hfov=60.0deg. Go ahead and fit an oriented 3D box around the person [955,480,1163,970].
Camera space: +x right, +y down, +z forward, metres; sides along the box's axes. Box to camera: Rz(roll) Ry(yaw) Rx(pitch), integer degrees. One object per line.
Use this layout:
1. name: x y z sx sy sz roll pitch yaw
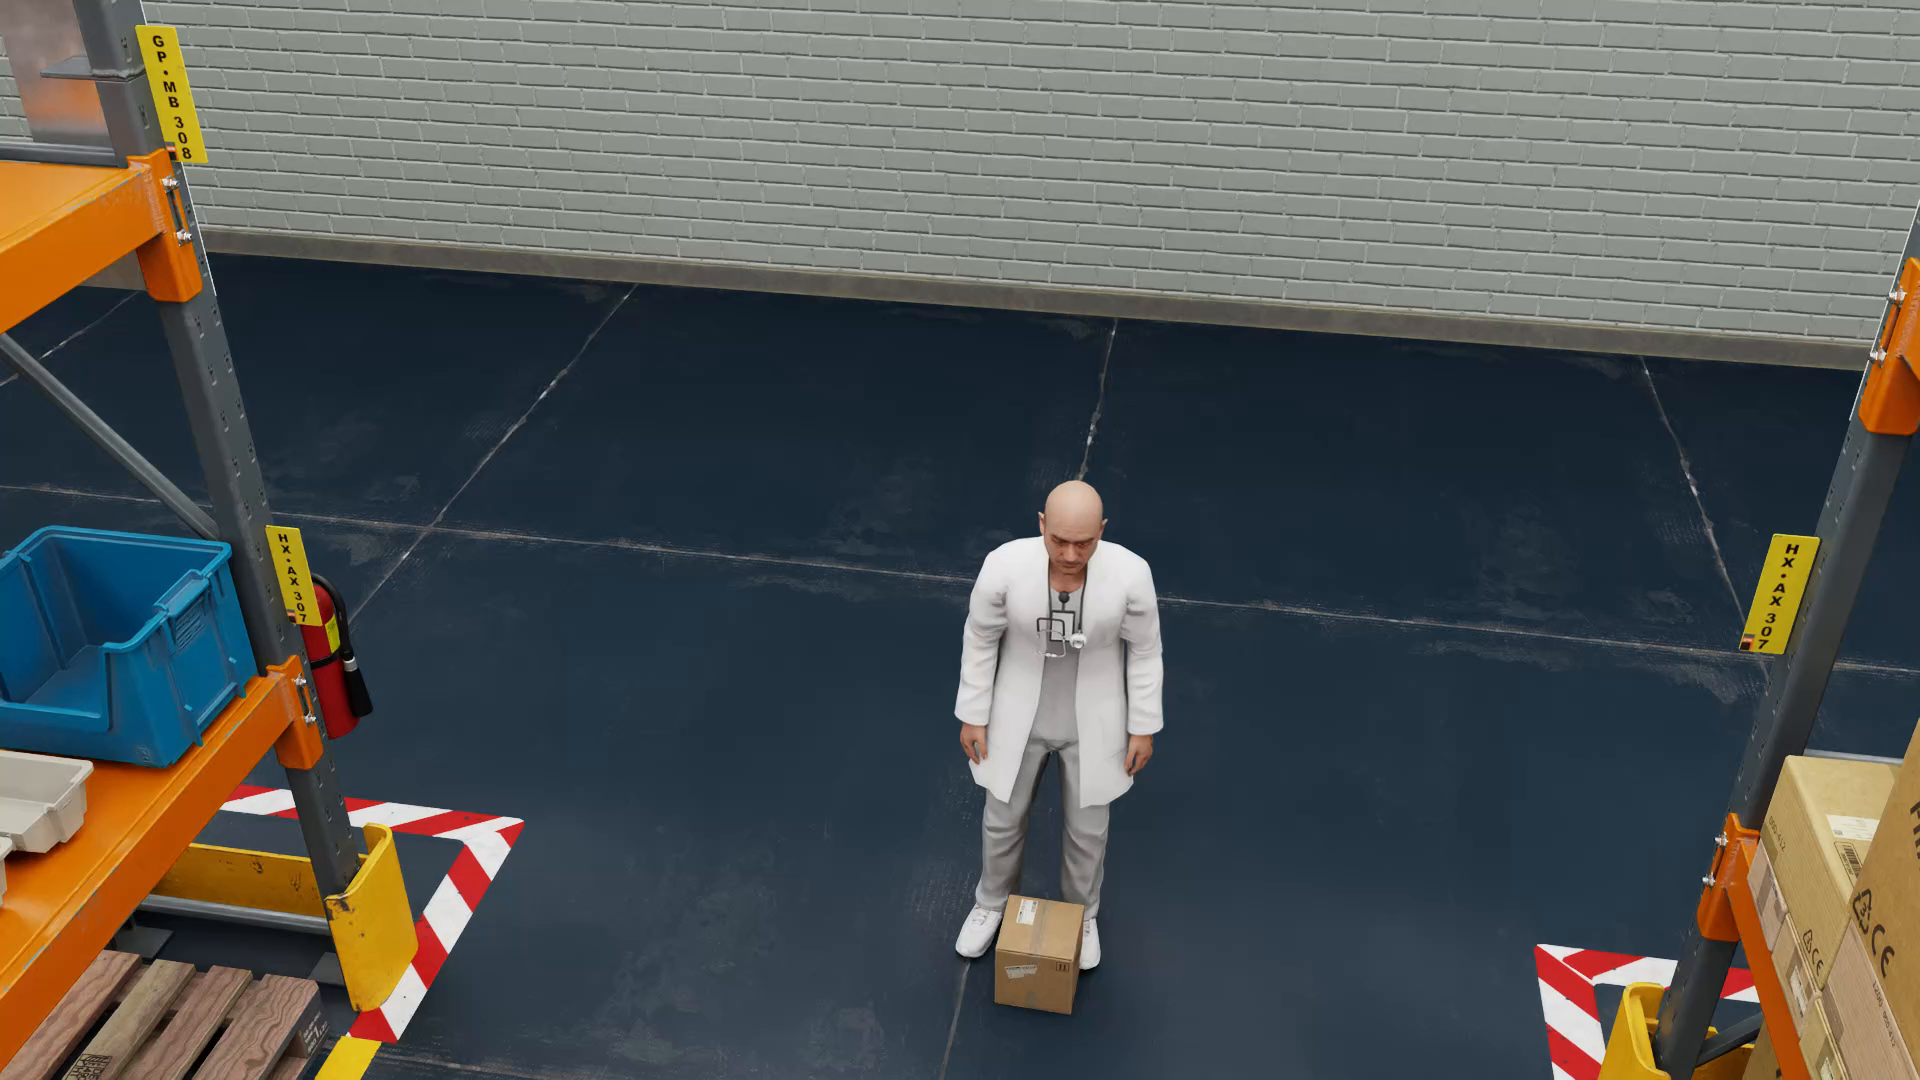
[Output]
1. person: 0.310 0.654 5.277 0.653 1.590 0.423 3 32 6
